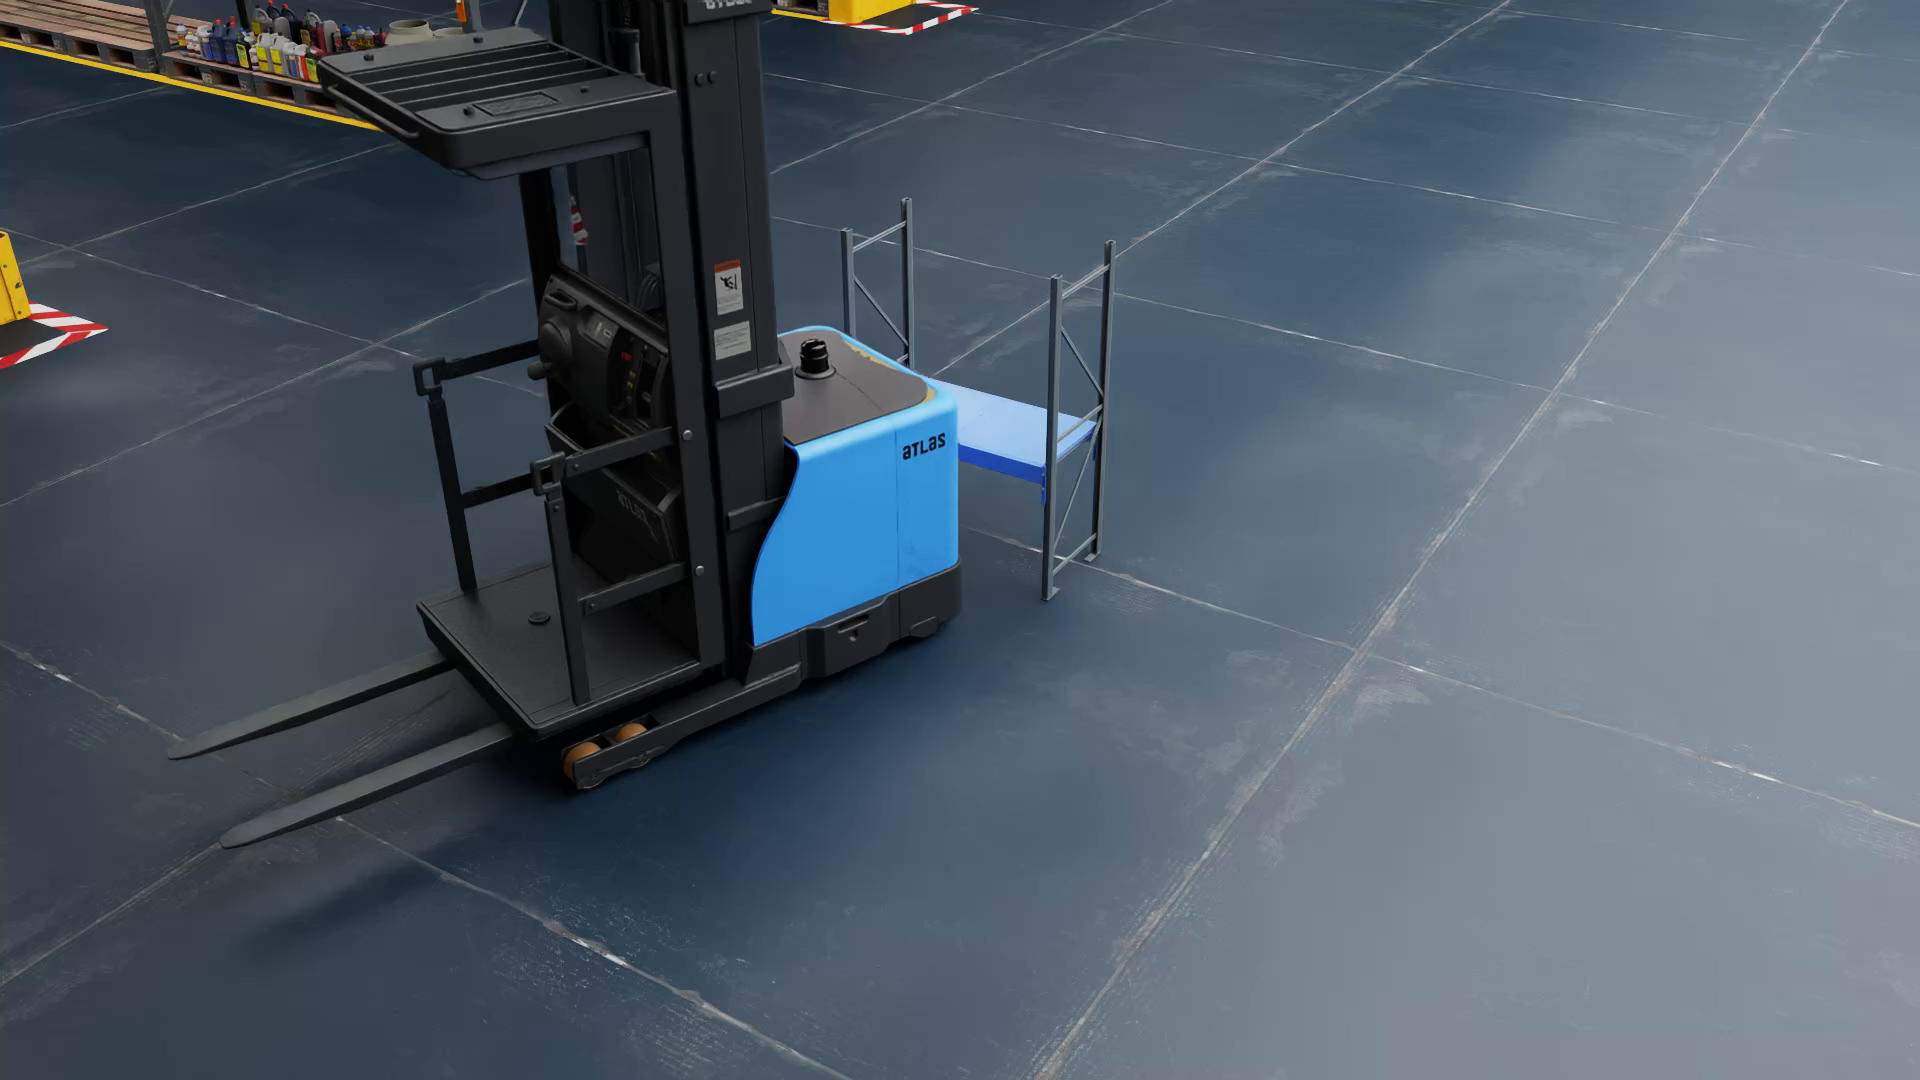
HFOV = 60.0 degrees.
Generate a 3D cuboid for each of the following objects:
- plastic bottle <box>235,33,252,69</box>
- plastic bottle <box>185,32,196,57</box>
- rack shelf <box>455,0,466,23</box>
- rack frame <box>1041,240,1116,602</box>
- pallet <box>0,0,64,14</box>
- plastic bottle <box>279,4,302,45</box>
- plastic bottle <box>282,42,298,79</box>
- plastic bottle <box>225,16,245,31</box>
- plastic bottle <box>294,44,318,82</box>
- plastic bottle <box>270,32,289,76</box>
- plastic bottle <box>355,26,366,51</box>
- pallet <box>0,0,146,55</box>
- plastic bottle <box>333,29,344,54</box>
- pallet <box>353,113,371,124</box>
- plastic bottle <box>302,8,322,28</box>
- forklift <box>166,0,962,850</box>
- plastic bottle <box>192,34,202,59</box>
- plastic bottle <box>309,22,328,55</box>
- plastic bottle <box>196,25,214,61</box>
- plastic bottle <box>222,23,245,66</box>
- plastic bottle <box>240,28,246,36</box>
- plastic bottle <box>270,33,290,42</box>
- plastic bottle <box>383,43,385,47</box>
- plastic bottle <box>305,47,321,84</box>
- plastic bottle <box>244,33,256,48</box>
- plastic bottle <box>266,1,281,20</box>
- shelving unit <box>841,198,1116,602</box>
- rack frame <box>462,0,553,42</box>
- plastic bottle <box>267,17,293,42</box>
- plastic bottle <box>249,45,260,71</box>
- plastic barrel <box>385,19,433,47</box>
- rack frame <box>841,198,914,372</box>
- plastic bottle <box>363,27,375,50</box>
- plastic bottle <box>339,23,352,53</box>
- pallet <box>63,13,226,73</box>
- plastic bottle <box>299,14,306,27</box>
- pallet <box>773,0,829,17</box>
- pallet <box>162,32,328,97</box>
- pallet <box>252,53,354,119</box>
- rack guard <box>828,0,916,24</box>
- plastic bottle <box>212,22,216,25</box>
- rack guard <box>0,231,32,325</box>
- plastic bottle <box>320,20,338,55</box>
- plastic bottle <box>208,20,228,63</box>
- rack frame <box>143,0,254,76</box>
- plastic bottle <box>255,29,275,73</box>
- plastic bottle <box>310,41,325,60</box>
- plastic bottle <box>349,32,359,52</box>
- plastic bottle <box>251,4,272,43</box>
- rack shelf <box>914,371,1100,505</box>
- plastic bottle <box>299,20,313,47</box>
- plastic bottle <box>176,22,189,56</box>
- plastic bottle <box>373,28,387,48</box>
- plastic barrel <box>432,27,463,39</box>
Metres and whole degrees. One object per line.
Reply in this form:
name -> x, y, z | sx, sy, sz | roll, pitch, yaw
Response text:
plastic bottle -> -6.102, -4.169, 14.179 | 0.133, 0.283, 0.061 | 19, 35, 29
plastic bottle -> -6.720, -4.340, 14.553 | 0.097, 0.201, 0.097 | 0, 30, 0
rack shelf -> -5.149, -4.812, 13.735 | 4.000, 0.370, 1.077 | 18, 35, 27
rack frame -> 0.503, -0.489, 7.099 | 0.032, 1.500, 0.500 | 18, 35, 27
pallet -> -9.595, -5.301, 16.628 | 1.213, 0.211, 1.003 | 18, 35, 27
plastic bottle -> -5.982, -4.603, 14.856 | 0.185, 0.351, 0.144 | 16, 34, 25
plastic bottle -> -5.560, -4.022, 13.933 | 0.135, 0.276, 0.152 | 17, 34, 26
plastic bottle -> -6.303, -4.372, 14.460 | 0.185, 0.351, 0.144 | 18, 35, 27
plastic bottle -> -5.442, -3.984, 13.869 | 0.135, 0.276, 0.152 | 18, 35, 28
plastic bottle -> -5.702, -4.096, 13.987 | 0.185, 0.351, 0.144 | 19, 35, 29
plastic bottle -> -5.200, -4.336, 14.476 | 0.097, 0.271, 0.097 | 0, 30, 0
pallet -> -8.566, -4.974, 16.067 | 1.213, 0.211, 1.003 | 18, 35, 27
plastic bottle -> -5.458, -4.387, 14.633 | 0.097, 0.201, 0.097 | 0, 30, 0
pallet -> -4.230, -3.602, 13.716 | 1.213, 0.211, 1.003 | 18, 35, 27
plastic bottle -> -5.708, -4.517, 14.708 | 0.185, 0.351, 0.144 | 17, 34, 27
forklift -> -1.467, -0.646, 5.949 | 3.031, 2.935, 1.130 | -22, 37, -32
plastic bottle -> -6.634, -4.313, 14.506 | 0.097, 0.201, 0.097 | 0, 30, 0
plastic bottle -> -5.629, -4.397, 14.569 | 0.133, 0.283, 0.061 | 18, 35, 27
plastic bottle -> -6.518, -4.324, 14.452 | 0.135, 0.276, 0.152 | 19, 35, 29
plastic bottle -> -6.220, -4.260, 14.268 | 0.185, 0.351, 0.144 | 16, 34, 25
plastic bottle -> -6.193, -4.289, 14.396 | 0.097, 0.271, 0.097 | 0, 30, 0
plastic bottle -> -5.802, -4.184, 14.211 | 0.135, 0.276, 0.152 | 18, 35, 27
plastic bottle -> -4.913, -4.214, 14.338 | 0.097, 0.201, 0.097 | 0, 30, 0
plastic bottle -> -5.352, -3.932, 13.772 | 0.133, 0.283, 0.061 | 18, 35, 29
plastic bottle -> -6.075, -4.202, 14.248 | 0.097, 0.271, 0.097 | 0, 30, 0
plastic bottle -> -6.144, -4.655, 14.944 | 0.185, 0.351, 0.144 | 17, 34, 26
shelving unit -> 0.072, -0.625, 7.333 | 1.048, 1.500, 0.538 | 18, 35, 27
rack frame -> -3.455, -4.587, 12.635 | 0.127, 3.000, 1.000 | 18, 35, 27
plastic bottle -> -6.039, -4.501, 14.755 | 0.135, 0.276, 0.152 | 18, 35, 27
plastic bottle -> -5.993, -4.110, 14.158 | 0.097, 0.201, 0.097 | 0, 30, 0
plastic barrel -> -4.478, -3.971, 13.633 | 0.421, 0.512, 0.421 | 0, 30, 0
rack frame -> -0.358, -0.761, 7.566 | 0.032, 1.500, 0.500 | 18, 35, 27
plastic bottle -> -5.115, -4.309, 14.430 | 0.097, 0.271, 0.097 | 0, 30, 0
plastic bottle -> -5.372, -4.390, 14.569 | 0.097, 0.271, 0.097 | 0, 30, 0
pallet -> -7.529, -4.648, 15.507 | 1.213, 0.211, 1.003 | 18, 35, 27
plastic bottle -> -5.822, -4.548, 14.828 | 0.133, 0.283, 0.061 | 20, 36, 31
pallet -> -1.555, -5.749, 17.395 | 1.213, 0.211, 1.003 | 18, 35, 27
pallet -> -6.296, -4.256, 14.836 | 1.213, 0.211, 1.003 | 18, 35, 27
pallet -> -5.259, -3.930, 14.276 | 1.213, 0.211, 1.003 | 18, 35, 27
rack guard -> -0.886, -5.641, 16.924 | 0.348, 0.500, 1.175 | 18, 35, 27
plastic bottle -> -6.462, -4.373, 14.529 | 0.133, 0.283, 0.061 | 18, 35, 27
rack guard -> -6.071, -1.387, 9.632 | 0.348, 0.500, 1.175 | 18, 35, 27
plastic bottle -> -5.573, -4.439, 14.649 | 0.135, 0.276, 0.152 | 18, 35, 28
plastic bottle -> -6.380, -4.311, 14.355 | 0.185, 0.351, 0.144 | 19, 35, 29
rack frame -> -6.843, -5.658, 14.472 | 0.127, 3.000, 1.000 | 18, 35, 27
plastic bottle -> -5.860, -4.146, 14.073 | 0.185, 0.351, 0.144 | 17, 34, 27
plastic bottle -> -5.386, -4.033, 13.946 | 0.133, 0.283, 0.061 | 18, 35, 27
plastic bottle -> -5.284, -4.332, 14.539 | 0.097, 0.201, 0.097 | 0, 30, 0
plastic bottle -> -6.221, -4.593, 14.838 | 0.185, 0.351, 0.144 | 18, 35, 27
rack shelf -> 0.072, -0.470, 7.424 | 1.000, 0.185, 0.538 | 18, 35, 27
plastic bottle -> -5.741, -4.437, 14.638 | 0.133, 0.283, 0.061 | 18, 35, 27
plastic bottle -> -6.806, -4.397, 14.582 | 0.097, 0.271, 0.097 | 0, 30, 0
plastic bottle -> -5.007, -4.291, 14.387 | 0.133, 0.283, 0.061 | 18, 35, 28
plastic barrel -> -4.053, -3.837, 13.403 | 0.421, 0.512, 0.421 | 0, 30, 0
